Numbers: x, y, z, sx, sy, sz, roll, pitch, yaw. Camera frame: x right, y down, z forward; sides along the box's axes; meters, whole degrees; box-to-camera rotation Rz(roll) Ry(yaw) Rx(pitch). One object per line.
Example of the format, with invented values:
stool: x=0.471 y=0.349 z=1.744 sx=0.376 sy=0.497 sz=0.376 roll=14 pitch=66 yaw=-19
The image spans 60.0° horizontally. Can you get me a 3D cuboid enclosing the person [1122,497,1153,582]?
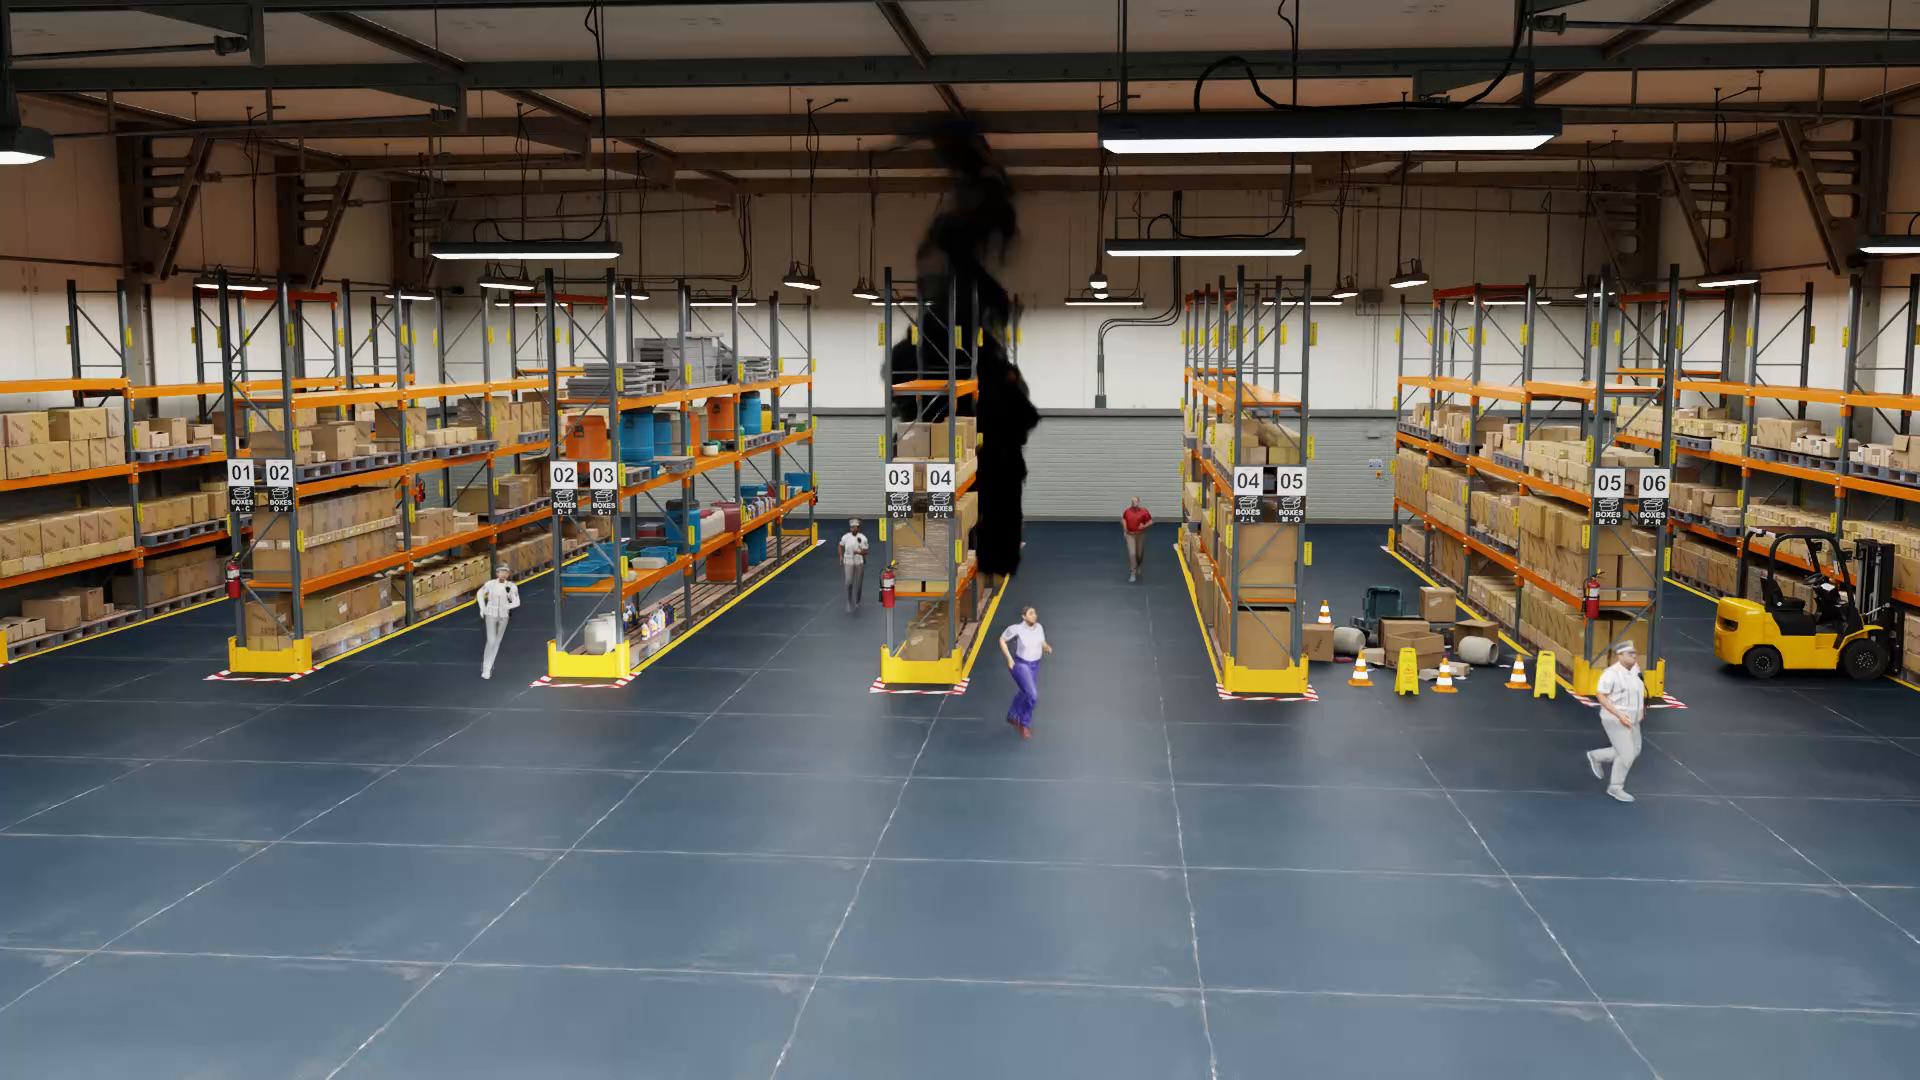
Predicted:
person: x=3.673 y=-0.036 z=34.551 sx=0.650 sy=1.741 sz=0.868 roll=1 pitch=7 yaw=11

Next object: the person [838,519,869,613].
person: x=-1.944 y=0.481 z=30.436 sx=0.543 sy=1.736 sz=0.713 roll=-1 pitch=7 yaw=-6

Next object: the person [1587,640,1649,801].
person: x=7.198 y=1.943 z=18.216 sx=0.669 sy=1.765 sz=0.599 roll=-5 pitch=8 yaw=-34

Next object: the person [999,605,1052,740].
person: x=0.838 y=1.653 z=21.022 sx=0.593 sy=1.700 sz=0.753 roll=-6 pitch=9 yaw=-43

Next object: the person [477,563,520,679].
person: x=-6.874 y=1.187 z=24.794 sx=0.604 sy=1.723 sz=0.664 roll=-3 pitch=8 yaw=-25
